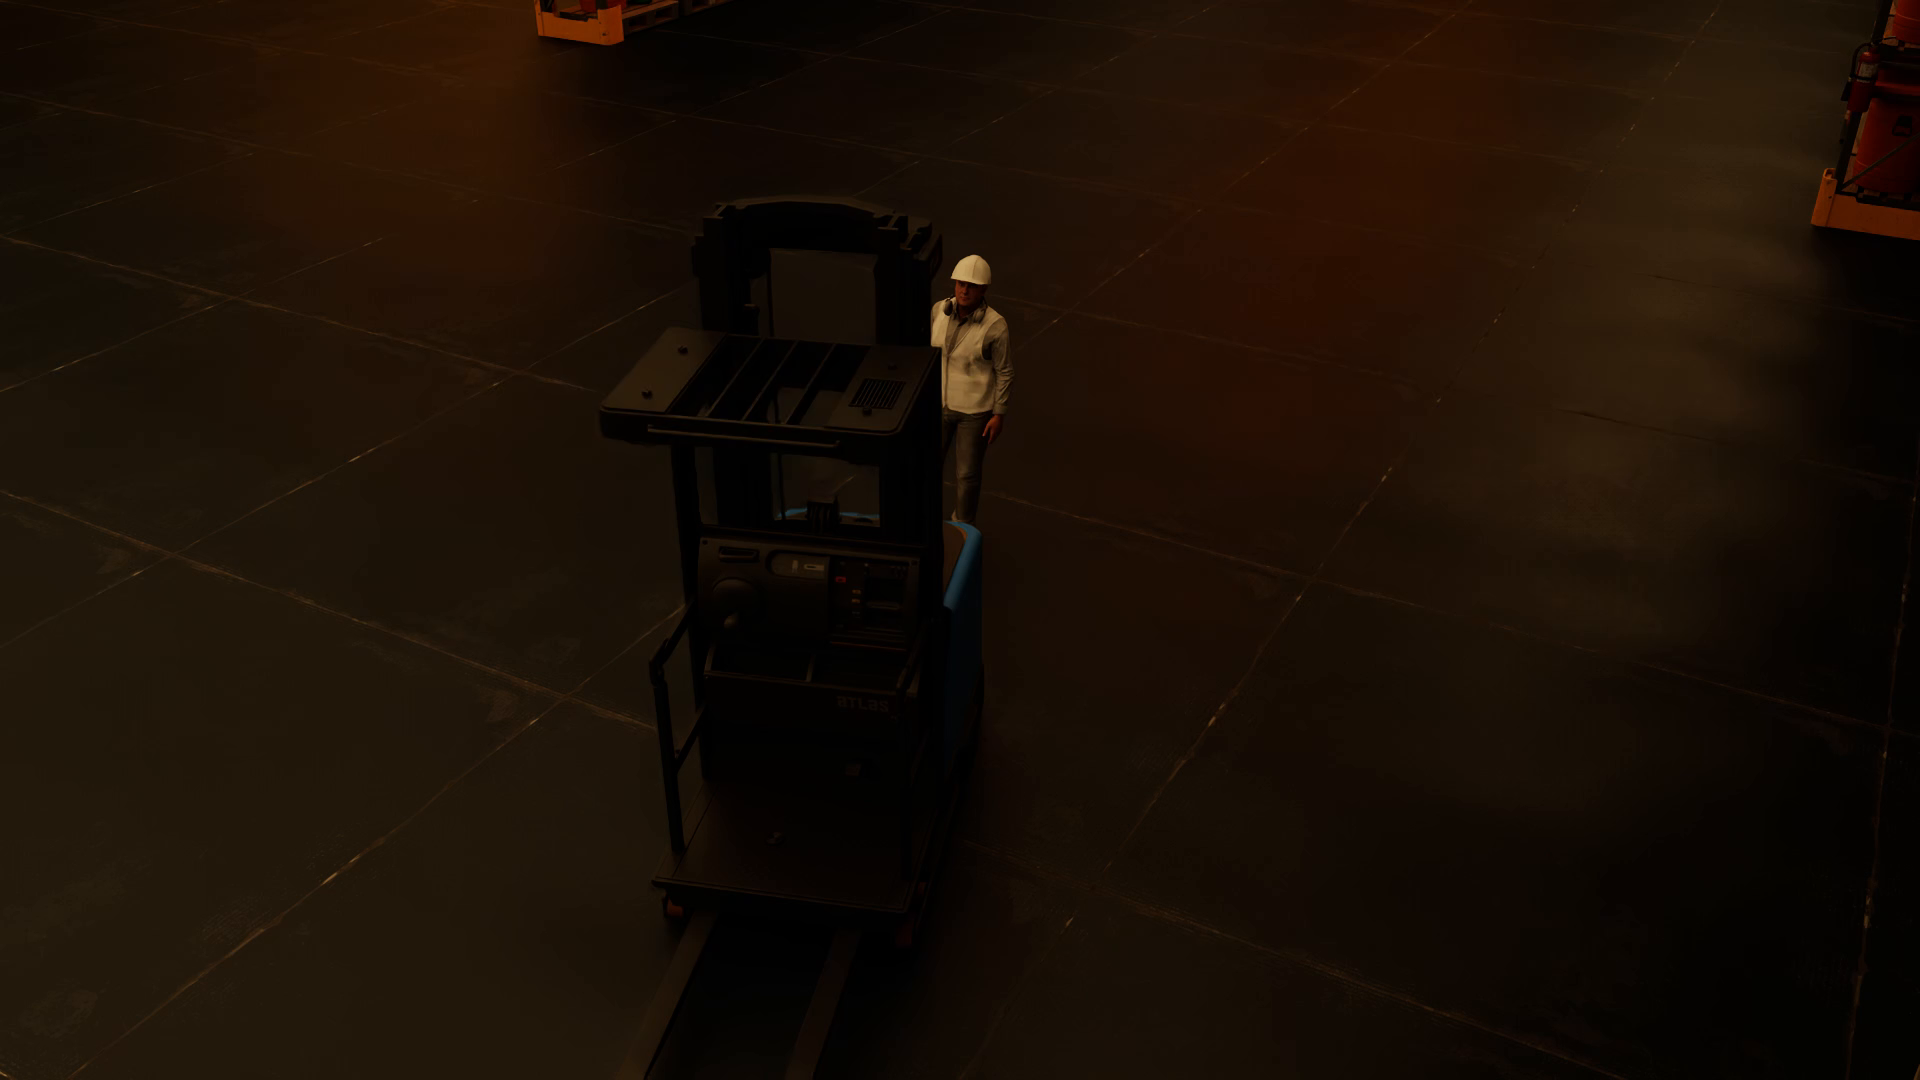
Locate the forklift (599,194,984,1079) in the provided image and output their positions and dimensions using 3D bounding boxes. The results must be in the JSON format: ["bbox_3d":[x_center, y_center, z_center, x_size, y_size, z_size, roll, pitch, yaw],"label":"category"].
[{"bbox_3d":[-0.658,0.258,6.623,1.130,2.935,3.031,5,30,9],"label":"forklift"}]

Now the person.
[{"bbox_3d":[-0.037,-0.750,9.512,0.632,1.773,0.568,15,33,25],"label":"person"}]
